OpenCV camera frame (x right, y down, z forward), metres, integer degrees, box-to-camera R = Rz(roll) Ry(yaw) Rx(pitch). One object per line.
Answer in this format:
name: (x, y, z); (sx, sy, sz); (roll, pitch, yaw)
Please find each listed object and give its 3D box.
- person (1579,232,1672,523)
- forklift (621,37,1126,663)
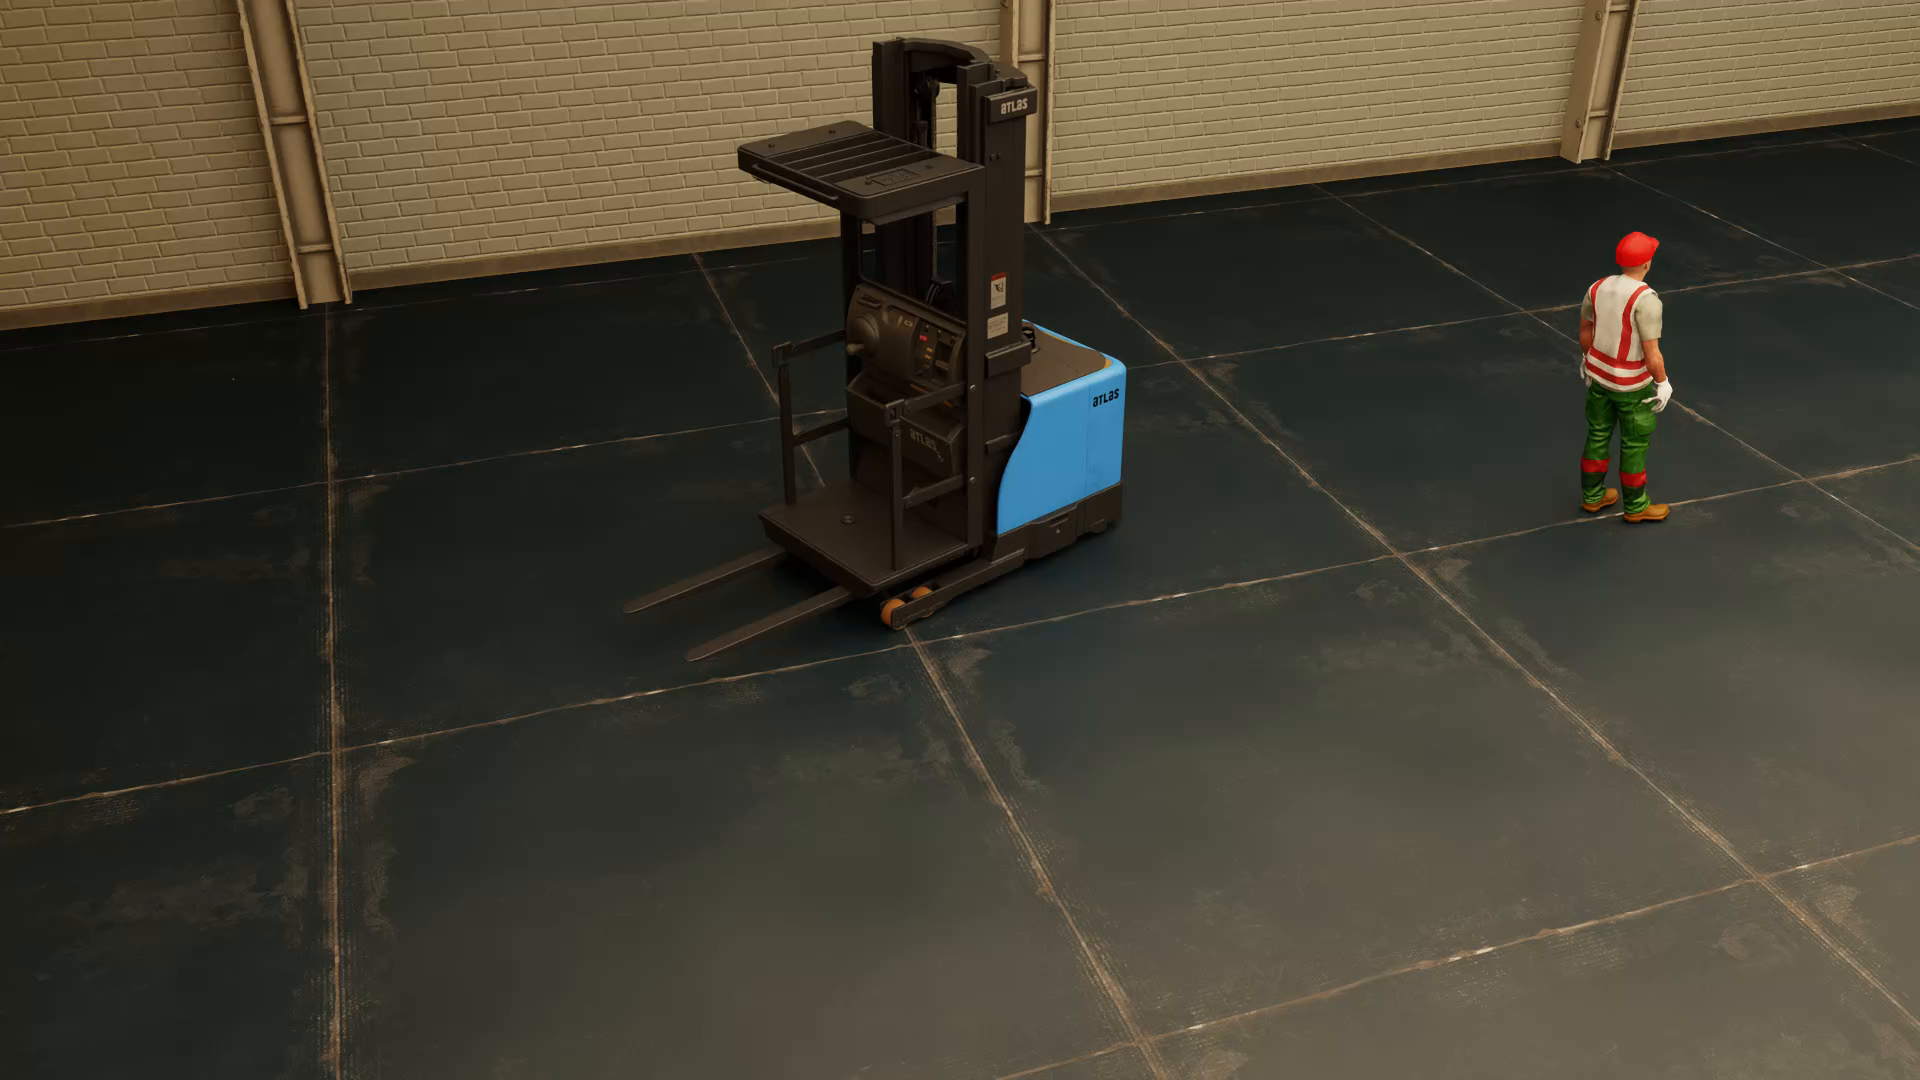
person: (4.004, -0.984, 9.927); (0.562, 1.790, 0.637); (-14, 33, -23)
forklift: (-0.461, -1.072, 8.951); (3.031, 2.935, 1.130); (-23, 37, -34)
